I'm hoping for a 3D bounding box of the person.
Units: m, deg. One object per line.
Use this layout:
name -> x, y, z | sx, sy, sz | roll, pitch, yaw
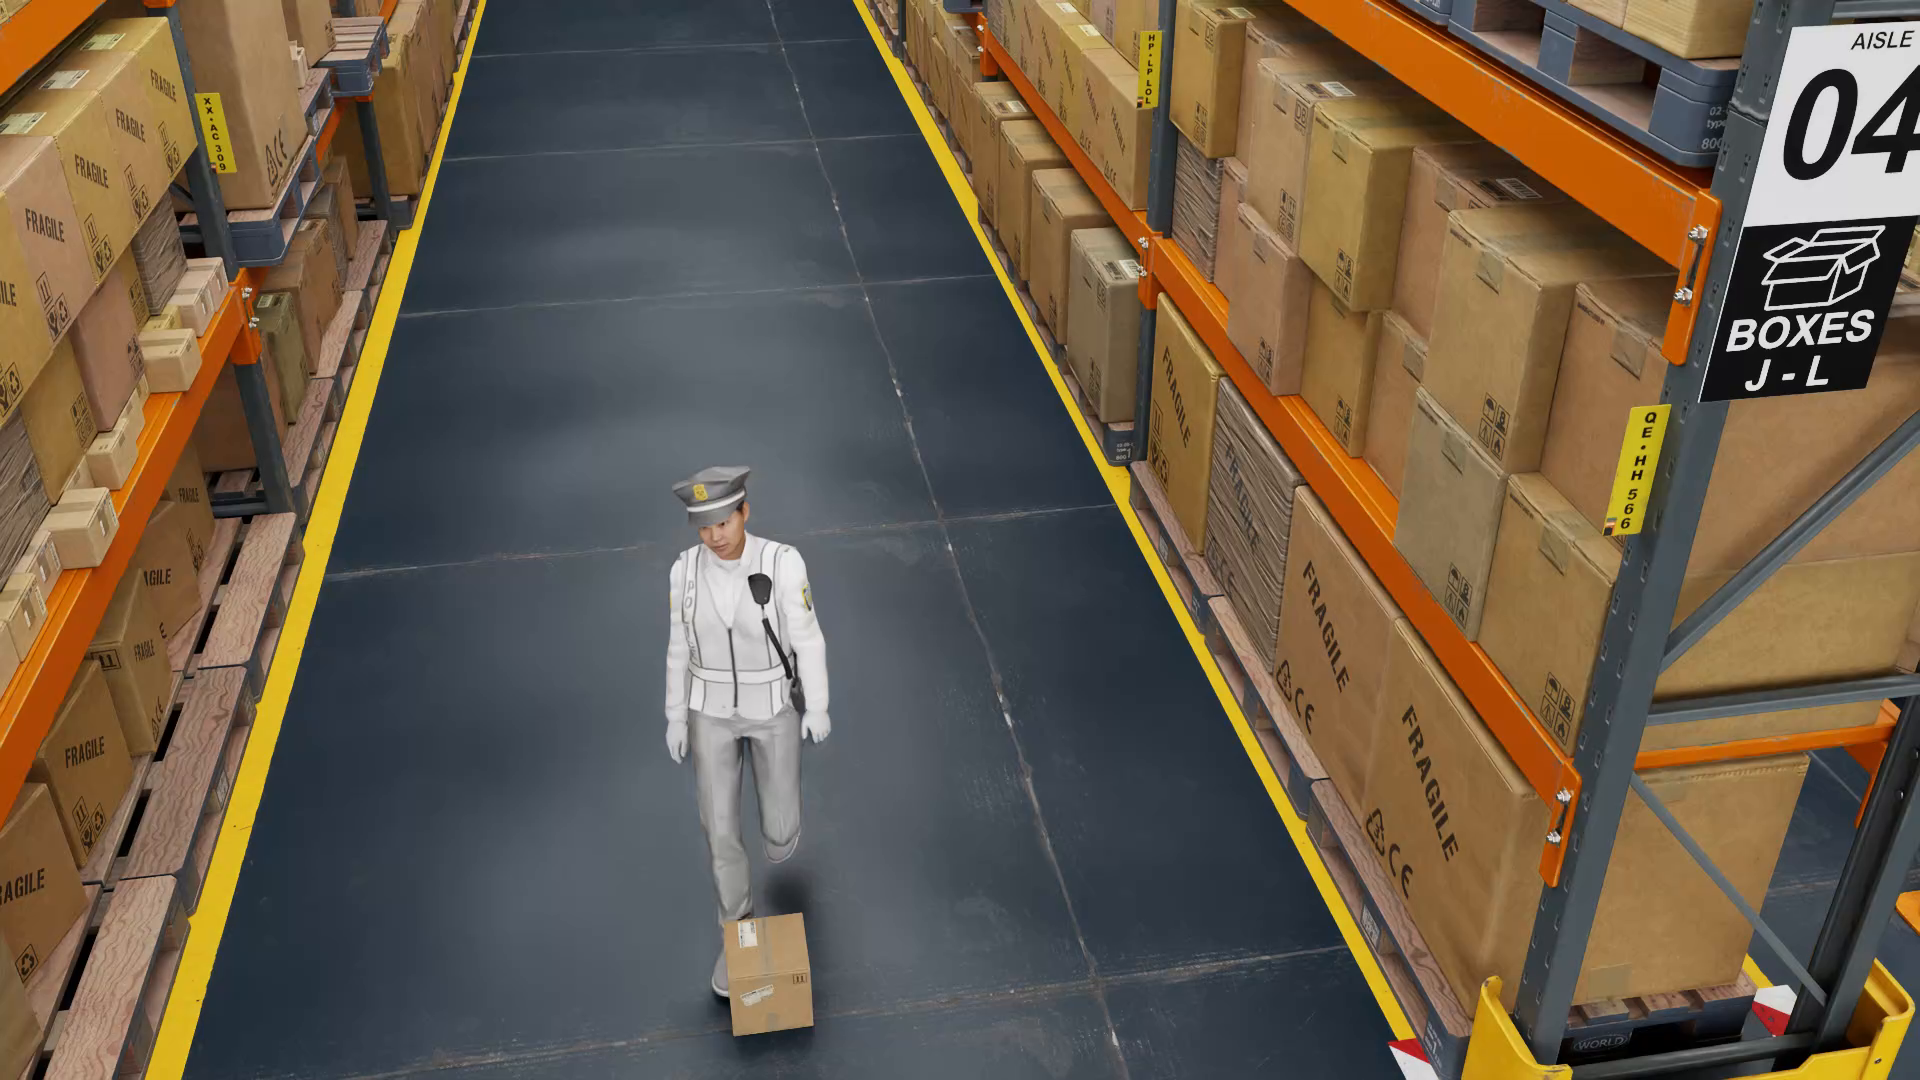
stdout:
person -> -0.684, 0.583, 5.184 | 0.531, 1.618, 0.740 | 2, 31, 3
